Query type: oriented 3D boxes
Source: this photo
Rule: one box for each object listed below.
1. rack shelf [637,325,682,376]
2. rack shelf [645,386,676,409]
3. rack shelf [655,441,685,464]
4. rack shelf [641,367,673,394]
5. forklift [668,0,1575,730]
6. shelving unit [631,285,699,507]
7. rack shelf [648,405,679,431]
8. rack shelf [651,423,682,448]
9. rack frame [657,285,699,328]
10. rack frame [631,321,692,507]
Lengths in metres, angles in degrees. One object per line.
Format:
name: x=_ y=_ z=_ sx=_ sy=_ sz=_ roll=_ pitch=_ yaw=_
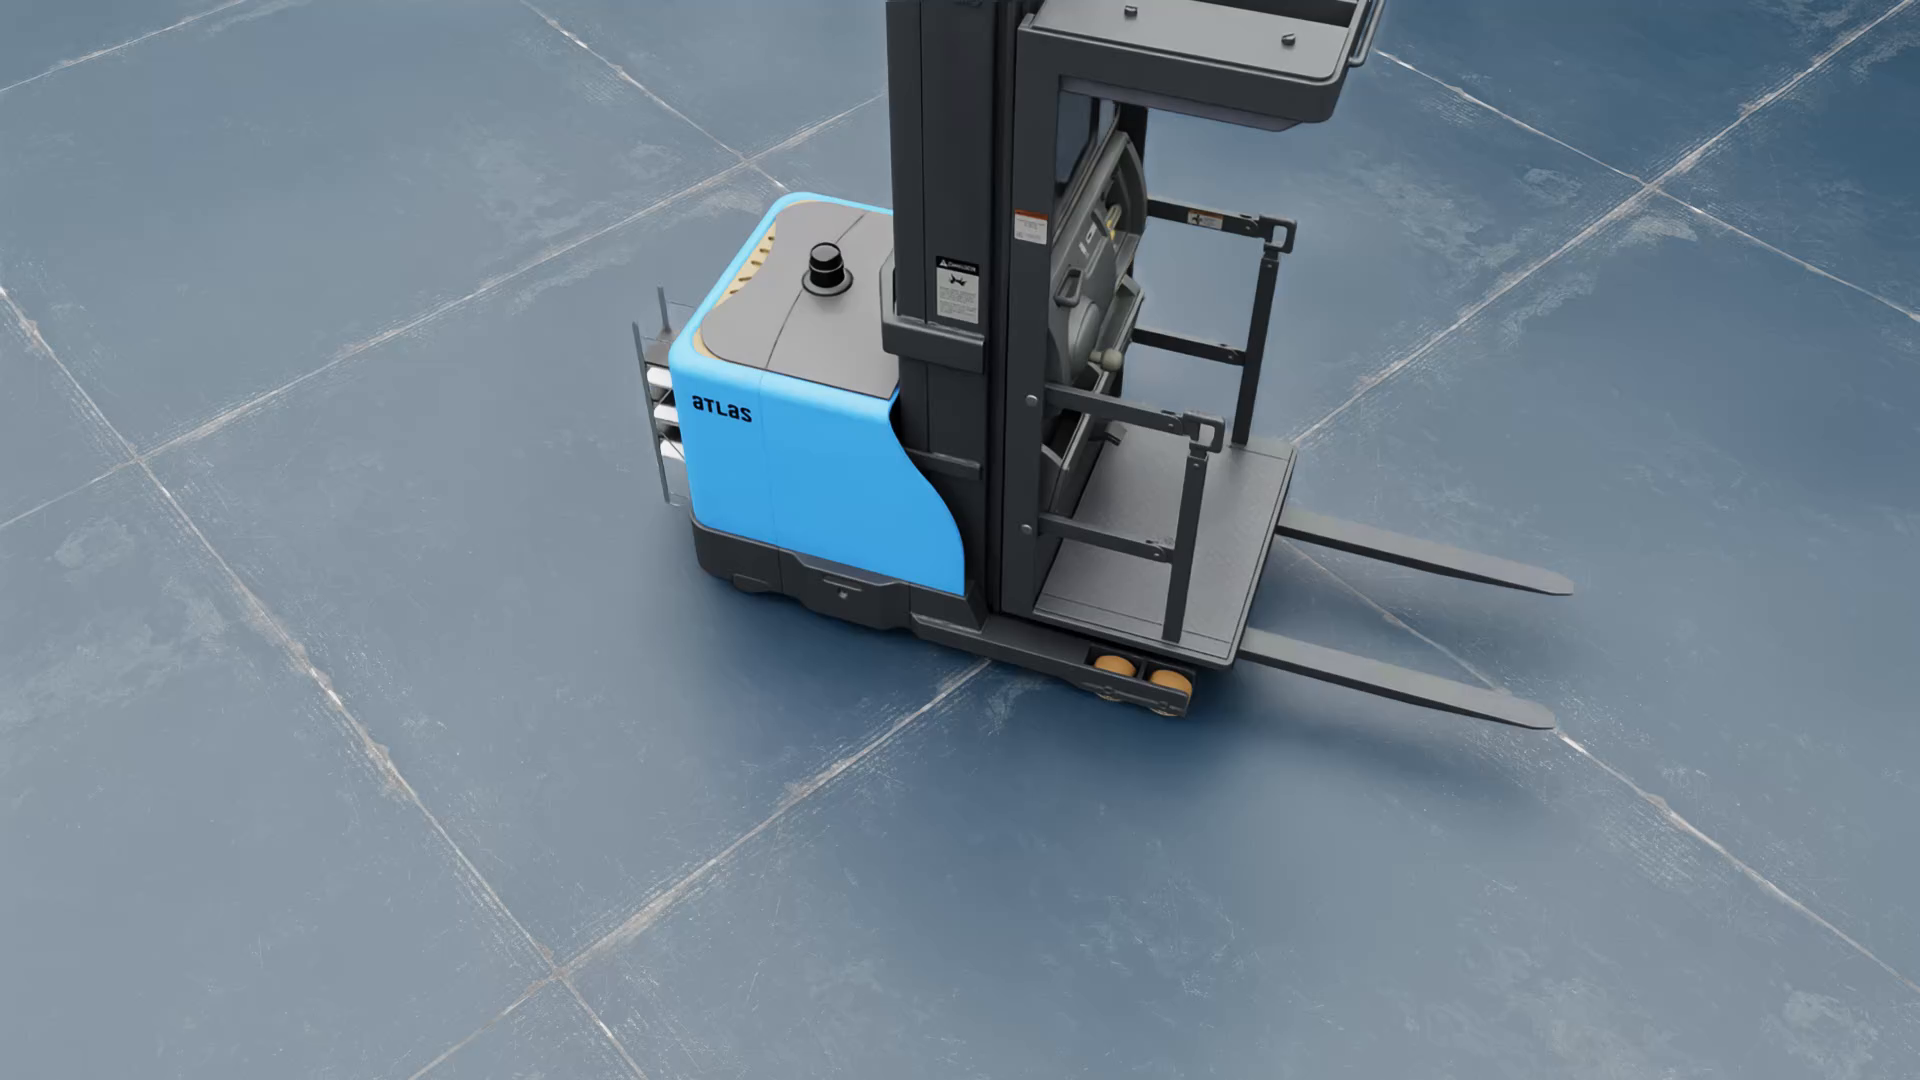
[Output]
rack shelf: x=-0.984 y=-0.651 z=5.916 sx=0.258 sy=0.077 sz=0.200 roll=14 pitch=49 yaw=12
rack shelf: x=-0.984 y=-0.529 z=6.048 sx=0.258 sy=0.077 sz=0.200 roll=14 pitch=49 yaw=12
rack shelf: x=-0.984 y=-0.346 z=6.247 sx=0.258 sy=0.077 sz=0.200 roll=14 pitch=49 yaw=12
rack shelf: x=-0.984 y=-0.590 z=5.982 sx=0.258 sy=0.077 sz=0.200 roll=14 pitch=49 yaw=12
forklift: x=0.610 y=-0.835 z=5.026 sx=3.031 sy=2.935 sz=1.130 roll=15 pitch=49 yaw=13
shelving unit: x=-0.984 y=-0.490 z=6.090 sx=0.258 sy=0.900 sz=0.210 roll=14 pitch=49 yaw=12
rack shelf: x=-0.984 y=-0.468 z=6.115 sx=0.258 sy=0.077 sz=0.200 roll=14 pitch=49 yaw=12
rack shelf: x=-0.984 y=-0.407 z=6.181 sx=0.258 sy=0.077 sz=0.200 roll=14 pitch=49 yaw=12
rack frame: x=-0.952 y=-0.561 z=6.155 sx=0.240 sy=0.900 sz=0.006 roll=14 pitch=49 yaw=12
rack frame: x=-1.016 y=-0.419 z=6.025 sx=0.240 sy=0.900 sz=0.006 roll=14 pitch=49 yaw=12
